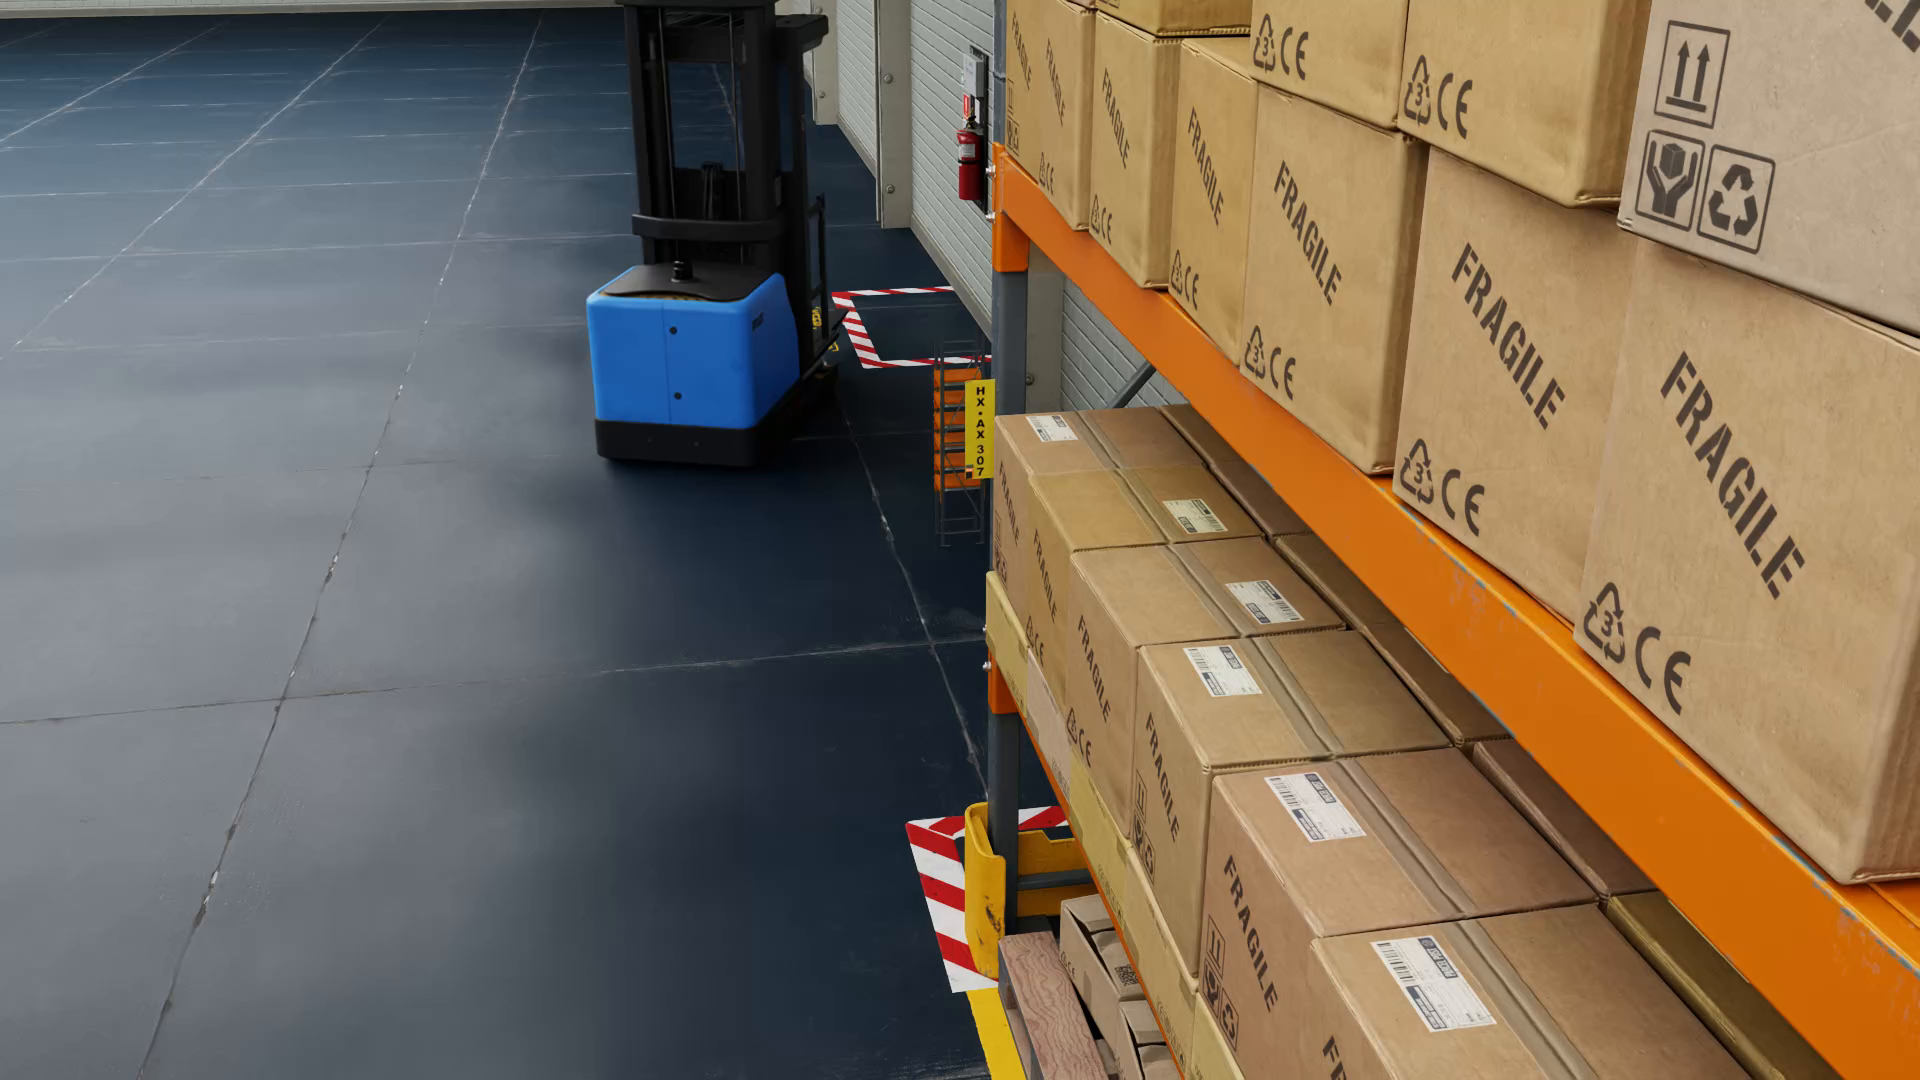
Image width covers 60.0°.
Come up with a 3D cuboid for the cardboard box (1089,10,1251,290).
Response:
[{"bbox_3d":[0.580,-0.851,3.552,0.500,0.500,0.500,-3,24,-7],"label":"cardboard box"}]

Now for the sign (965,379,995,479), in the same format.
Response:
[{"bbox_3d":[0.066,-0.345,5.211,0.100,0.325,0.005,-4,24,-10],"label":"sign"}]

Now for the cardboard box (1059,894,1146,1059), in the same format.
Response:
[{"bbox_3d":[0.639,1.321,5.288,0.500,0.311,0.500,-7,25,-16],"label":"cardboard box"}]

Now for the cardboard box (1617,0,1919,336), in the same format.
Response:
[{"bbox_3d":[0.980,-0.480,1.455,0.500,0.500,0.500,-6,24,-14],"label":"cardboard box"}]

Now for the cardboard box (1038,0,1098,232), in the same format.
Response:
[{"bbox_3d":[0.480,-1.055,4.019,0.500,0.500,0.500,-3,24,-6],"label":"cardboard box"}]

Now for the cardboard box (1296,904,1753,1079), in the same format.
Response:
[{"bbox_3d":[0.850,0.941,2.572,0.500,0.500,0.500,-4,24,-10],"label":"cardboard box"}]

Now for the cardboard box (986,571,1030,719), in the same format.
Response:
[{"bbox_3d":[0.377,0.286,5.009,0.500,0.250,0.500,-5,24,-11],"label":"cardboard box"}]

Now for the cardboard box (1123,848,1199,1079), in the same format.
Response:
[{"bbox_3d":[0.667,0.889,3.629,0.500,0.250,0.500,-4,24,-9],"label":"cardboard box"}]

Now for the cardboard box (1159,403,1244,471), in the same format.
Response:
[{"bbox_3d":[0.895,-0.103,4.964,0.500,0.500,0.500,-5,24,-10],"label":"cardboard box"}]

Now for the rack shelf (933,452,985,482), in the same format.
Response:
[{"bbox_3d":[-0.003,-0.405,9.089,0.258,0.103,0.180,-4,24,-10],"label":"rack shelf"}]

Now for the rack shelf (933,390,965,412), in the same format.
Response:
[{"bbox_3d":[-0.003,-0.735,8.945,0.258,0.103,0.180,-4,24,-10],"label":"rack shelf"}]

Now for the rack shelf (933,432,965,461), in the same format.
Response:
[{"bbox_3d":[-0.003,-0.515,9.041,0.258,0.103,0.180,-4,24,-10],"label":"rack shelf"}]

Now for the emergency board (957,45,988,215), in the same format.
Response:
[{"bbox_3d":[0.050,-3.112,12.629,0.194,1.169,0.643,-4,24,-10],"label":"emergency board"}]

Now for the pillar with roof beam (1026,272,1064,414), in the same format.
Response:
[{"bbox_3d":[-3.762,-4.568,8.466,9.100,9.000,0.400,-4,24,-10],"label":"pillar with roof beam"}]

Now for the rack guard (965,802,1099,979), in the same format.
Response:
[{"bbox_3d":[0.613,1.187,5.909,1.175,0.500,0.348,-4,24,-10],"label":"rack guard"}]

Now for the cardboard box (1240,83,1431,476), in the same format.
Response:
[{"bbox_3d":[0.782,-0.440,2.613,0.500,0.500,0.500,-5,24,-12],"label":"cardboard box"}]

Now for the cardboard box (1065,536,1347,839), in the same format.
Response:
[{"bbox_3d":[0.563,0.336,3.959,0.500,0.500,0.500,-5,24,-11],"label":"cardboard box"}]

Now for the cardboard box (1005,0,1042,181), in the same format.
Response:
[{"bbox_3d":[0.415,-1.268,4.509,0.500,0.500,0.500,-4,24,-8],"label":"cardboard box"}]

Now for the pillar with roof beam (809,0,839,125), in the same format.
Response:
[{"bbox_3d":[-5.980,-9.288,19.274,9.100,9.000,0.400,-4,24,-10],"label":"pillar with roof beam"}]

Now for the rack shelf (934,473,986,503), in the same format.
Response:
[{"bbox_3d":[-0.003,-0.295,9.137,0.258,0.103,0.180,-4,24,-10],"label":"rack shelf"}]

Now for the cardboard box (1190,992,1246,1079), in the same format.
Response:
[{"bbox_3d":[0.761,1.087,3.176,0.500,0.250,0.500,-4,24,-10],"label":"cardboard box"}]

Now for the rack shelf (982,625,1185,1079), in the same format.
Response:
[{"bbox_3d":[0.969,1.128,3.819,1.077,0.370,4.000,-4,24,-10],"label":"rack shelf"}]

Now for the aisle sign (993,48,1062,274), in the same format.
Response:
[{"bbox_3d":[0.291,-1.186,4.970,0.394,0.787,0.004,-4,24,-10],"label":"aisle sign"}]

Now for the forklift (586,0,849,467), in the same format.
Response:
[{"bbox_3d":[-1.470,-2.348,10.963,1.130,2.935,3.031,4,24,10],"label":"forklift"}]

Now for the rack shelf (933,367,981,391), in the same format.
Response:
[{"bbox_3d":[-0.003,-0.845,8.897,0.258,0.103,0.180,-4,24,-10],"label":"rack shelf"}]

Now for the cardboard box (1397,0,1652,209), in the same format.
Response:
[{"bbox_3d":[0.867,-0.696,1.950,0.500,0.500,0.500,-3,24,-7],"label":"cardboard box"}]

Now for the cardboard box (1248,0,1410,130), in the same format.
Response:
[{"bbox_3d":[0.761,-0.900,2.415,0.500,0.500,0.500,-5,24,-12],"label":"cardboard box"}]

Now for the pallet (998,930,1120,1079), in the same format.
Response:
[{"bbox_3d":[0.729,1.641,5.229,1.003,0.211,1.213,-4,24,-10],"label":"pallet"}]

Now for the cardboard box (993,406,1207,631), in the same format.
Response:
[{"bbox_3d":[0.392,-0.063,4.872,0.500,0.500,0.500,-4,24,-10],"label":"cardboard box"}]

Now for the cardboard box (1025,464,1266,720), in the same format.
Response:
[{"bbox_3d":[0.474,0.132,4.425,0.500,0.500,0.500,-4,24,-10],"label":"cardboard box"}]

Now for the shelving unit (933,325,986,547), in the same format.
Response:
[{"bbox_3d":[-0.003,-0.556,9.023,0.258,1.200,0.189,-4,24,-10],"label":"shelving unit"}]

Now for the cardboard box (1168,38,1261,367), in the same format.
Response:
[{"bbox_3d":[0.699,-0.641,3.073,0.500,0.500,0.500,-3,24,-6],"label":"cardboard box"}]

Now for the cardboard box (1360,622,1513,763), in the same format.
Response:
[{"bbox_3d":[1.172,0.497,3.591,0.500,0.500,0.500,-4,24,-9],"label":"cardboard box"}]

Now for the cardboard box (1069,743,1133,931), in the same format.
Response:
[{"bbox_3d":[0.576,0.690,4.084,0.500,0.250,0.500,-5,24,-11],"label":"cardboard box"}]

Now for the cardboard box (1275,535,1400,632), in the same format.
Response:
[{"bbox_3d":[1.078,0.299,4.044,0.500,0.500,0.500,-5,24,-11],"label":"cardboard box"}]

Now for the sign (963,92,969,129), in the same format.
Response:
[{"bbox_3d":[0.049,-3.354,13.137,0.001,0.329,0.234,-4,24,-10],"label":"sign"}]

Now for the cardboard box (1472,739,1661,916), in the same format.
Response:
[{"bbox_3d":[1.279,0.700,3.125,0.500,0.500,0.500,-4,24,-8],"label":"cardboard box"}]

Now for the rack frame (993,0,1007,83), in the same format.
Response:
[{"bbox_3d":[0.599,-2.738,4.276,1.000,3.000,0.127,-4,24,-10],"label":"rack frame"}]

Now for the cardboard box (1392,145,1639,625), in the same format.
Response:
[{"bbox_3d":[0.922,-0.225,2.120,0.500,0.500,0.500,-6,24,-14],"label":"cardboard box"}]

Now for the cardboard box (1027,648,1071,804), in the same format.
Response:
[{"bbox_3d":[0.487,0.489,4.544,0.500,0.250,0.500,-5,24,-11],"label":"cardboard box"}]

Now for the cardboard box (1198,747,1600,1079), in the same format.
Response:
[{"bbox_3d":[0.767,0.743,3.027,0.500,0.500,0.500,-5,24,-11],"label":"cardboard box"}]

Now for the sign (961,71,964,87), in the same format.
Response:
[{"bbox_3d":[0.041,-3.594,13.025,0.001,0.109,0.331,-4,24,-10],"label":"sign"}]

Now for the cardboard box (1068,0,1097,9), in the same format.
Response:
[{"bbox_3d":[0.475,-1.506,3.804,0.500,0.500,0.500,-5,24,-10],"label":"cardboard box"}]

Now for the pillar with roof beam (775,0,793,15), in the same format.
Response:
[{"bbox_3d":[-7.090,-11.648,24.677,9.100,9.000,0.400,-4,24,-10],"label":"pillar with roof beam"}]

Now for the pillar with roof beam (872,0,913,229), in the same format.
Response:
[{"bbox_3d":[-4.871,-6.928,13.870,9.100,9.000,0.400,-4,24,-10],"label":"pillar with roof beam"}]

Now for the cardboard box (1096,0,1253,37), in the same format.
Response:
[{"bbox_3d":[0.581,-1.305,3.344,0.500,0.500,0.500,-4,24,-8],"label":"cardboard box"}]

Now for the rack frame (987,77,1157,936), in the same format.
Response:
[{"bbox_3d":[0.599,0.011,5.477,1.000,3.000,0.127,-4,24,-10],"label":"rack frame"}]

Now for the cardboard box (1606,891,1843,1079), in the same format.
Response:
[{"bbox_3d":[1.365,0.896,2.675,0.500,0.500,0.500,-4,24,-10],"label":"cardboard box"}]

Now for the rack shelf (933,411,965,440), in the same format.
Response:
[{"bbox_3d":[-0.003,-0.625,8.993,0.258,0.103,0.180,-4,24,-10],"label":"rack shelf"}]

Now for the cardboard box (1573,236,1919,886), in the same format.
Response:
[{"bbox_3d":[1.002,-0.026,1.665,0.500,0.500,0.500,-4,24,-8],"label":"cardboard box"}]

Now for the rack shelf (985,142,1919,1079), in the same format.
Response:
[{"bbox_3d":[0.969,-0.247,3.219,1.077,0.370,4.000,-4,24,-10],"label":"rack shelf"}]

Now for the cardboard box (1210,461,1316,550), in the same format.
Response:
[{"bbox_3d":[0.979,0.095,4.509,0.500,0.500,0.500,-4,24,-9],"label":"cardboard box"}]

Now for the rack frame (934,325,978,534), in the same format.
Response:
[{"bbox_3d":[-0.020,-0.592,9.105,0.240,1.200,0.006,-4,24,-10],"label":"rack frame"}]

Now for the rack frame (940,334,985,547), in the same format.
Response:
[{"bbox_3d":[0.014,-0.520,8.940,0.240,1.200,0.006,-4,24,-10],"label":"rack frame"}]

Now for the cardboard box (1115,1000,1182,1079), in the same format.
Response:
[{"bbox_3d":[0.744,1.545,4.775,0.500,0.311,0.500,-2,24,-5],"label":"cardboard box"}]

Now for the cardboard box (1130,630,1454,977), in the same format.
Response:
[{"bbox_3d":[0.670,0.538,3.496,0.500,0.500,0.500,-4,24,-8],"label":"cardboard box"}]
